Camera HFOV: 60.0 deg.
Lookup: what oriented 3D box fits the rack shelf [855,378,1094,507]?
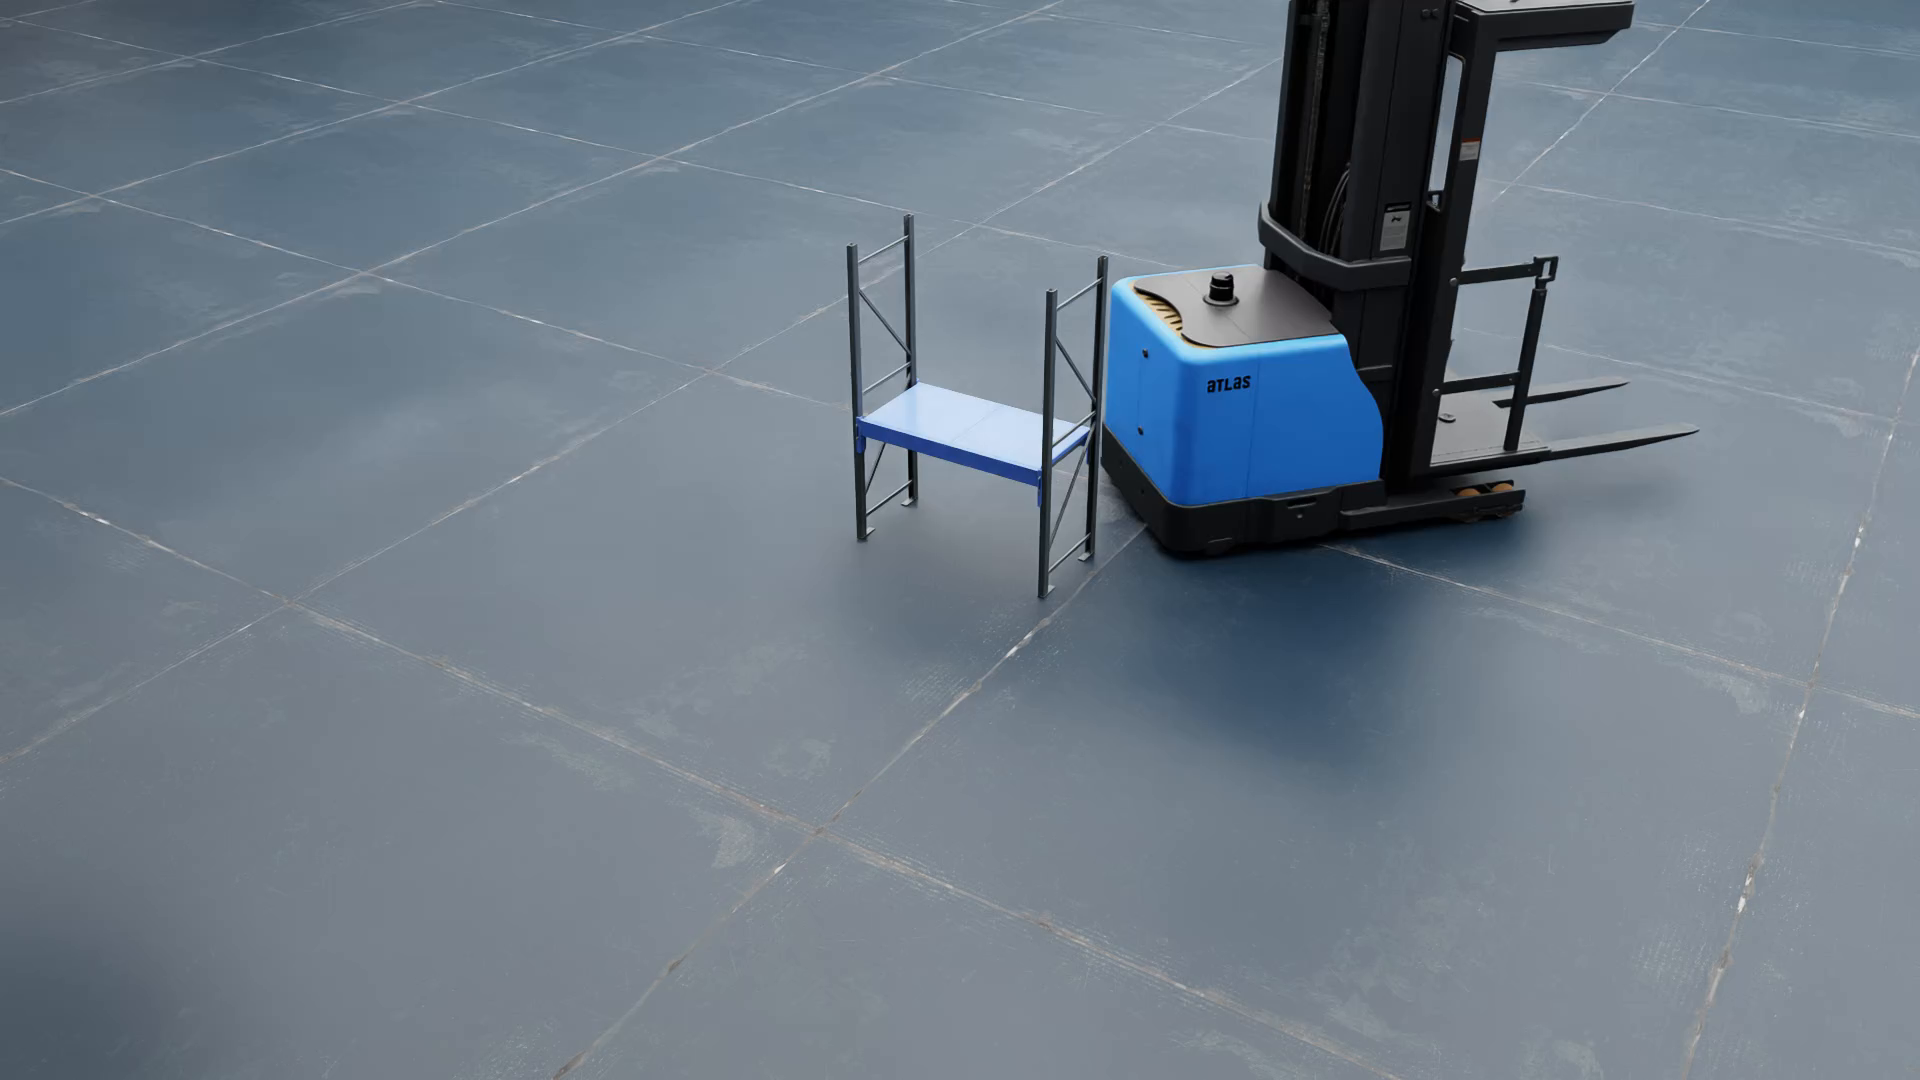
[{"bbox_3d":[0.072,-0.470,7.776,1.000,0.185,0.538,18,35,27],"label":"rack shelf"}]

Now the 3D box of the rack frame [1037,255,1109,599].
[{"bbox_3d":[0.503,-0.489,7.452,0.032,1.500,0.500,18,35,27],"label":"rack frame"}]

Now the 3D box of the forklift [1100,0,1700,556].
[{"bbox_3d":[2.304,-1.599,7.935,3.031,2.935,1.130,-8,31,-14],"label":"forklift"}]

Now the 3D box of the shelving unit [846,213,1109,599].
[{"bbox_3d":[0.072,-0.625,7.686,1.048,1.500,0.538,18,35,27],"label":"shelving unit"}]

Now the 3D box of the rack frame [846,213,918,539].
[{"bbox_3d":[-0.358,-0.761,7.919,0.032,1.500,0.500,18,35,27],"label":"rack frame"}]
